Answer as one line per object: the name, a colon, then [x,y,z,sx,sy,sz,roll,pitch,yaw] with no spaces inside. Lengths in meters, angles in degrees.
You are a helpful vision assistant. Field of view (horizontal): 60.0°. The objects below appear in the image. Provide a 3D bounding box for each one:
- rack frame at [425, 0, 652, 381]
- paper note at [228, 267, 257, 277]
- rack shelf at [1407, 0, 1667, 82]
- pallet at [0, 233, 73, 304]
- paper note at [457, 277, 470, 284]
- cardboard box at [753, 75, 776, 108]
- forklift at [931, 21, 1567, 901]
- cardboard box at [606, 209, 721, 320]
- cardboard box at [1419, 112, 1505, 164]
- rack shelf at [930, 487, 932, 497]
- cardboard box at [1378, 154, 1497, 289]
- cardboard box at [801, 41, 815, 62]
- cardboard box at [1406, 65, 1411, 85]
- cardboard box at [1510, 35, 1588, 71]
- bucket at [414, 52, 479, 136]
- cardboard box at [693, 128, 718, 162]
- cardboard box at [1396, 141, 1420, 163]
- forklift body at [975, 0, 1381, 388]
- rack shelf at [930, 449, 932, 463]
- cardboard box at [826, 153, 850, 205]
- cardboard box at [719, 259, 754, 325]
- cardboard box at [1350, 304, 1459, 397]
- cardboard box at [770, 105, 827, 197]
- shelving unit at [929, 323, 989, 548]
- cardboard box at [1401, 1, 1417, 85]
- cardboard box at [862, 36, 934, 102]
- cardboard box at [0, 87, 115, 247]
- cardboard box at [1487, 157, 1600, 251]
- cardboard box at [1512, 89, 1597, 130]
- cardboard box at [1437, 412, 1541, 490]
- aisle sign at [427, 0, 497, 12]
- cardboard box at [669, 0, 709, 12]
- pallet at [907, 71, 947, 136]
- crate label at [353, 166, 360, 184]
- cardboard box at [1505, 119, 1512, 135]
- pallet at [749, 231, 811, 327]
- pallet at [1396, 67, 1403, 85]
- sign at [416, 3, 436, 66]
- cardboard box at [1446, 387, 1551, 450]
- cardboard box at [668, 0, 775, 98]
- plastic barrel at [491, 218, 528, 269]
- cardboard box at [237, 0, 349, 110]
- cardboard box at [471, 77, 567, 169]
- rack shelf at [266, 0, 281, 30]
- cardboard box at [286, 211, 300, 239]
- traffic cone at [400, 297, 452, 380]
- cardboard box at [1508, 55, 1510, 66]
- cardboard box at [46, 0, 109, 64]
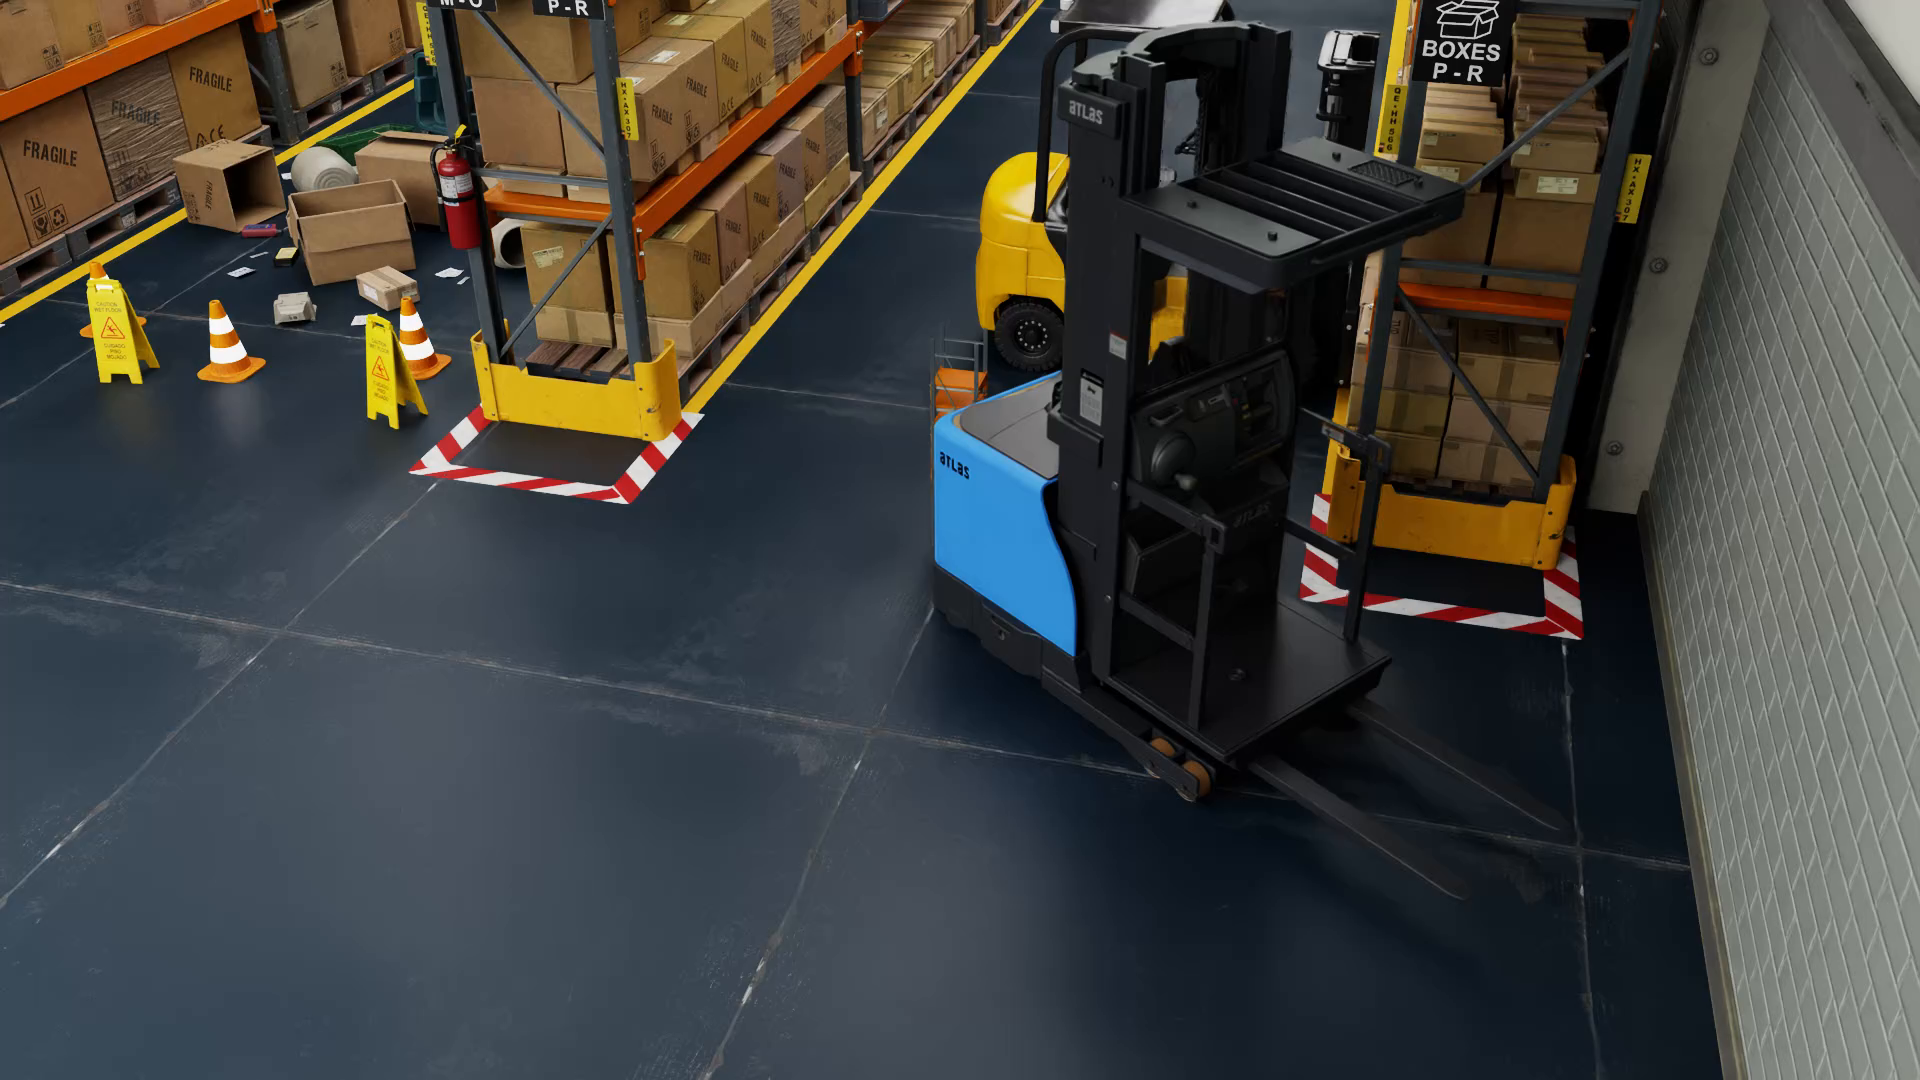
rack frame: [-2.265,-1.959,9.035,1.000,3.000,0.127,8,33,12]
paper note: [-5.049,-1.888,11.692,0.144,0.017,0.142,20,38,29]
rack shelf: [3.044,-3.285,8.996,1.077,0.370,4.000,8,33,12]
pallet: [-6.952,-1.829,11.430,1.003,0.211,1.213,8,33,12]
paper note: [-3.459,-1.808,11.585,0.032,0.001,0.123,8,33,12]
cardboard box: [-1.416,-2.925,10.790,0.380,0.149,0.250,8,33,13]
forklift: [1.185,-0.442,6.713,1.130,2.935,3.031,-24,39,-32]
cardboard box: [-1.788,-1.685,10.078,0.500,0.500,0.500,7,33,11]
cardboard box: [2.424,-1.941,8.032,0.380,0.149,0.250,8,33,12]
rack shelf: [-0.004,-0.259,8.569,0.258,0.103,0.180,8,33,12]
cardboard box: [2.408,-1.618,8.406,0.500,0.500,0.500,7,33,11]
cardboard box: [-1.235,-3.465,11.639,0.380,0.149,0.250,8,33,13]
cardboard box: [2.590,-2.482,8.883,0.380,0.149,0.250,9,33,14]
cardboard box: [3.249,-2.670,9.179,0.380,0.149,0.250,8,33,13]
bucket: [-3.868,-3.532,13.144,0.726,0.611,0.620,20,28,29]
cardboard box: [-1.674,-2.386,9.941,0.380,0.149,0.250,9,33,13]
cardboard box: [2.390,-1.956,8.332,0.380,0.149,0.250,9,33,13]
forklift body: [1.253,-2.159,10.142,2.313,2.155,1.214,8,33,12]
rack shelf: [-0.004,-0.461,8.440,0.258,0.103,0.180,8,33,12]
cardboard box: [-1.140,-2.708,12.385,0.500,0.250,0.500,10,34,15]
cardboard box: [-1.656,-1.620,10.675,0.500,0.250,0.500,9,34,14]
cardboard box: [2.352,-1.005,8.775,0.500,0.250,0.500,9,34,14]
cardboard box: [-1.268,-2.760,11.768,0.500,0.500,0.500,9,33,13]
shelving unit: [-0.004,-0.499,8.416,0.258,1.200,0.189,8,33,12]
cardboard box: [3.187,-3.208,10.907,0.500,0.500,0.500,7,33,11]
cardboard box: [-0.766,-4.110,14.477,0.950,0.372,0.625,9,34,14]
cardboard box: [-6.749,-2.679,11.757,0.875,0.875,0.875,8,33,12]
cardboard box: [3.042,-1.820,8.723,0.500,0.500,0.500,9,34,14]
cardboard box: [2.981,-2.142,8.348,0.380,0.149,0.250,9,33,13]
cardboard box: [2.851,-0.530,8.959,0.500,0.250,0.500,8,33,13]
aisle sign: [-2.562,-3.063,8.349,0.394,0.787,0.004,8,33,12]
cardboard box: [-1.920,-3.624,10.351,0.700,0.500,0.500,8,33,12]
pallet: [-0.746,-3.897,14.683,1.003,0.211,1.213,8,33,12]
crate label: [-4.684,-2.883,13.157,0.298,0.136,0.250,-14,35,-21]
cardboard box: [2.946,-2.009,8.416,0.380,0.149,0.250,7,33,12]
pallet: [-1.694,-1.869,11.494,1.003,0.211,1.213,8,33,12]
pallet: [4.320,-3.838,14.590,1.003,0.211,1.213,8,33,12]
sign: [-2.797,-2.667,8.775,0.100,0.325,0.005,8,33,12]
cardboard box: [2.857,-0.728,8.805,0.500,0.250,0.500,9,33,13]
cardboard box: [-1.499,-3.133,10.512,0.500,0.500,0.500,7,33,11]
plastic barrel: [-3.206,-2.150,11.737,0.421,0.421,0.512,-21,38,-29]
cardboard box: [-5.993,-4.218,14.295,1.050,0.750,0.750,8,33,12]
cardboard box: [-2.394,-2.446,9.431,0.500,0.500,0.500,7,33,12]
rack shelf: [-5.556,-5.390,15.104,1.077,0.370,4.000,8,33,12]
cardboard box: [-4.719,-2.359,12.214,0.396,0.266,0.258,14,35,21]
traffic cone: [-3.404,-1.287,10.343,0.336,0.463,0.334,8,33,12]
cardboard box: [3.395,-2.804,9.668,0.380,0.149,0.250,8,33,12]
cardboard box: [-6.552,-3.685,11.611,0.875,0.550,0.500,8,33,12]
